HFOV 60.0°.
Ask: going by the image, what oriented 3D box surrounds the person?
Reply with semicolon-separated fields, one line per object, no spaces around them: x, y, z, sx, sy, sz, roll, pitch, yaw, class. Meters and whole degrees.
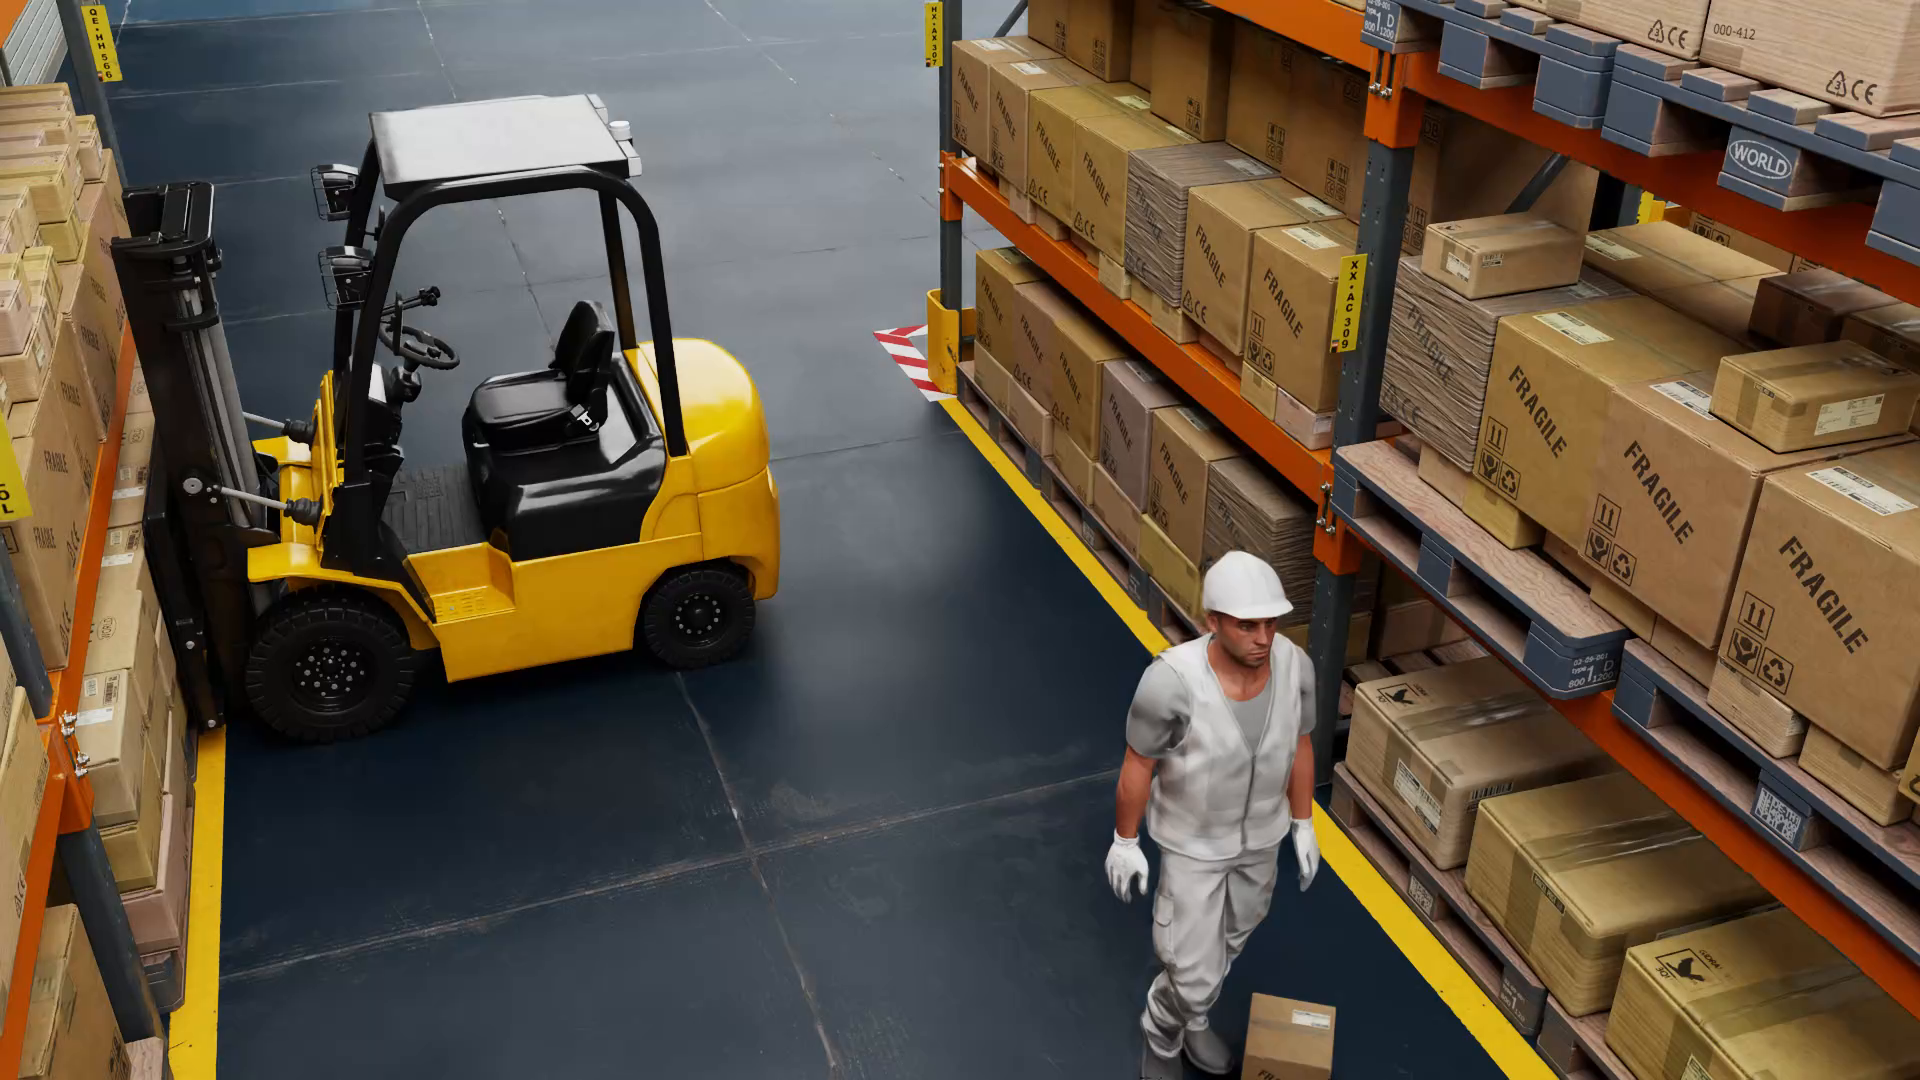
0.703;0.852;4.597;0.593;1.828;0.468;-11;31;-19;person
